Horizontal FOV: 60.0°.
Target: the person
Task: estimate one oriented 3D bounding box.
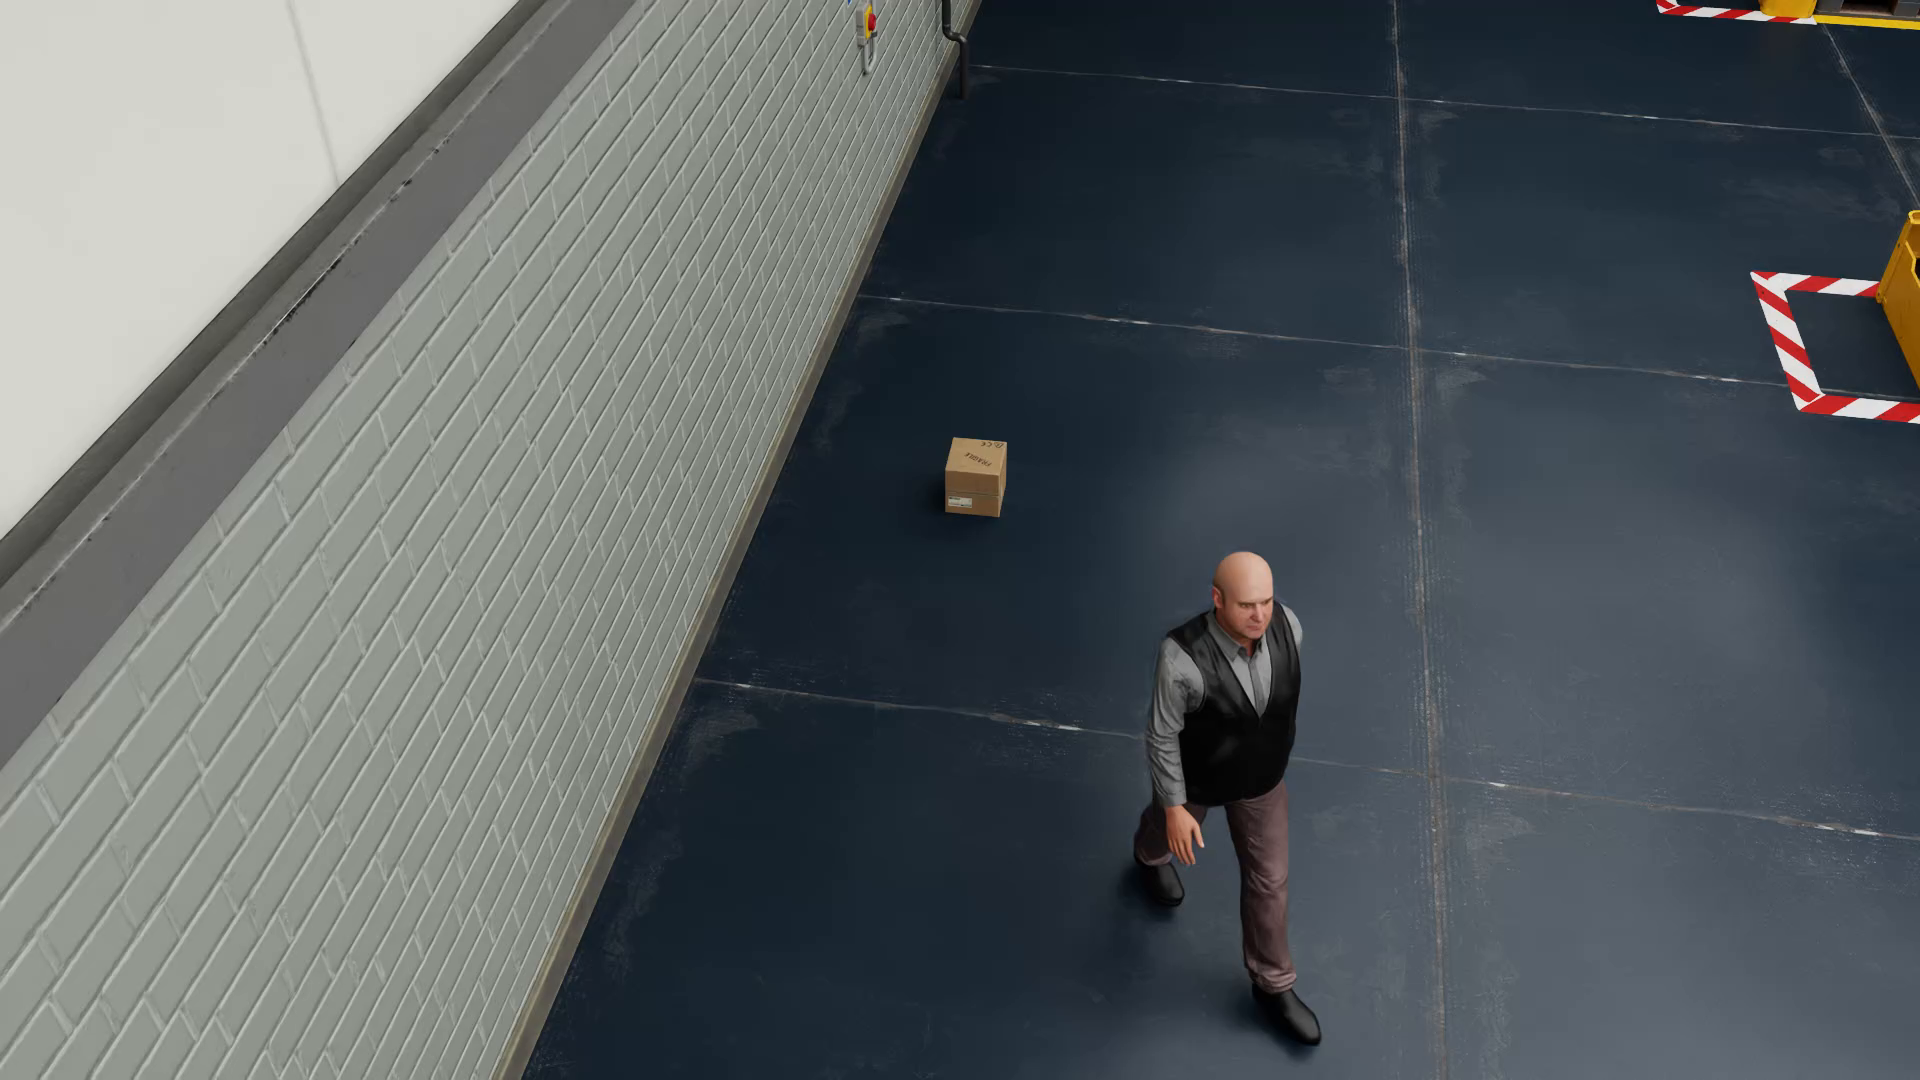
[{"bbox_3d":[0.854,0.775,5.241,0.568,1.667,0.972,-13,42,-15],"label":"person"}]
